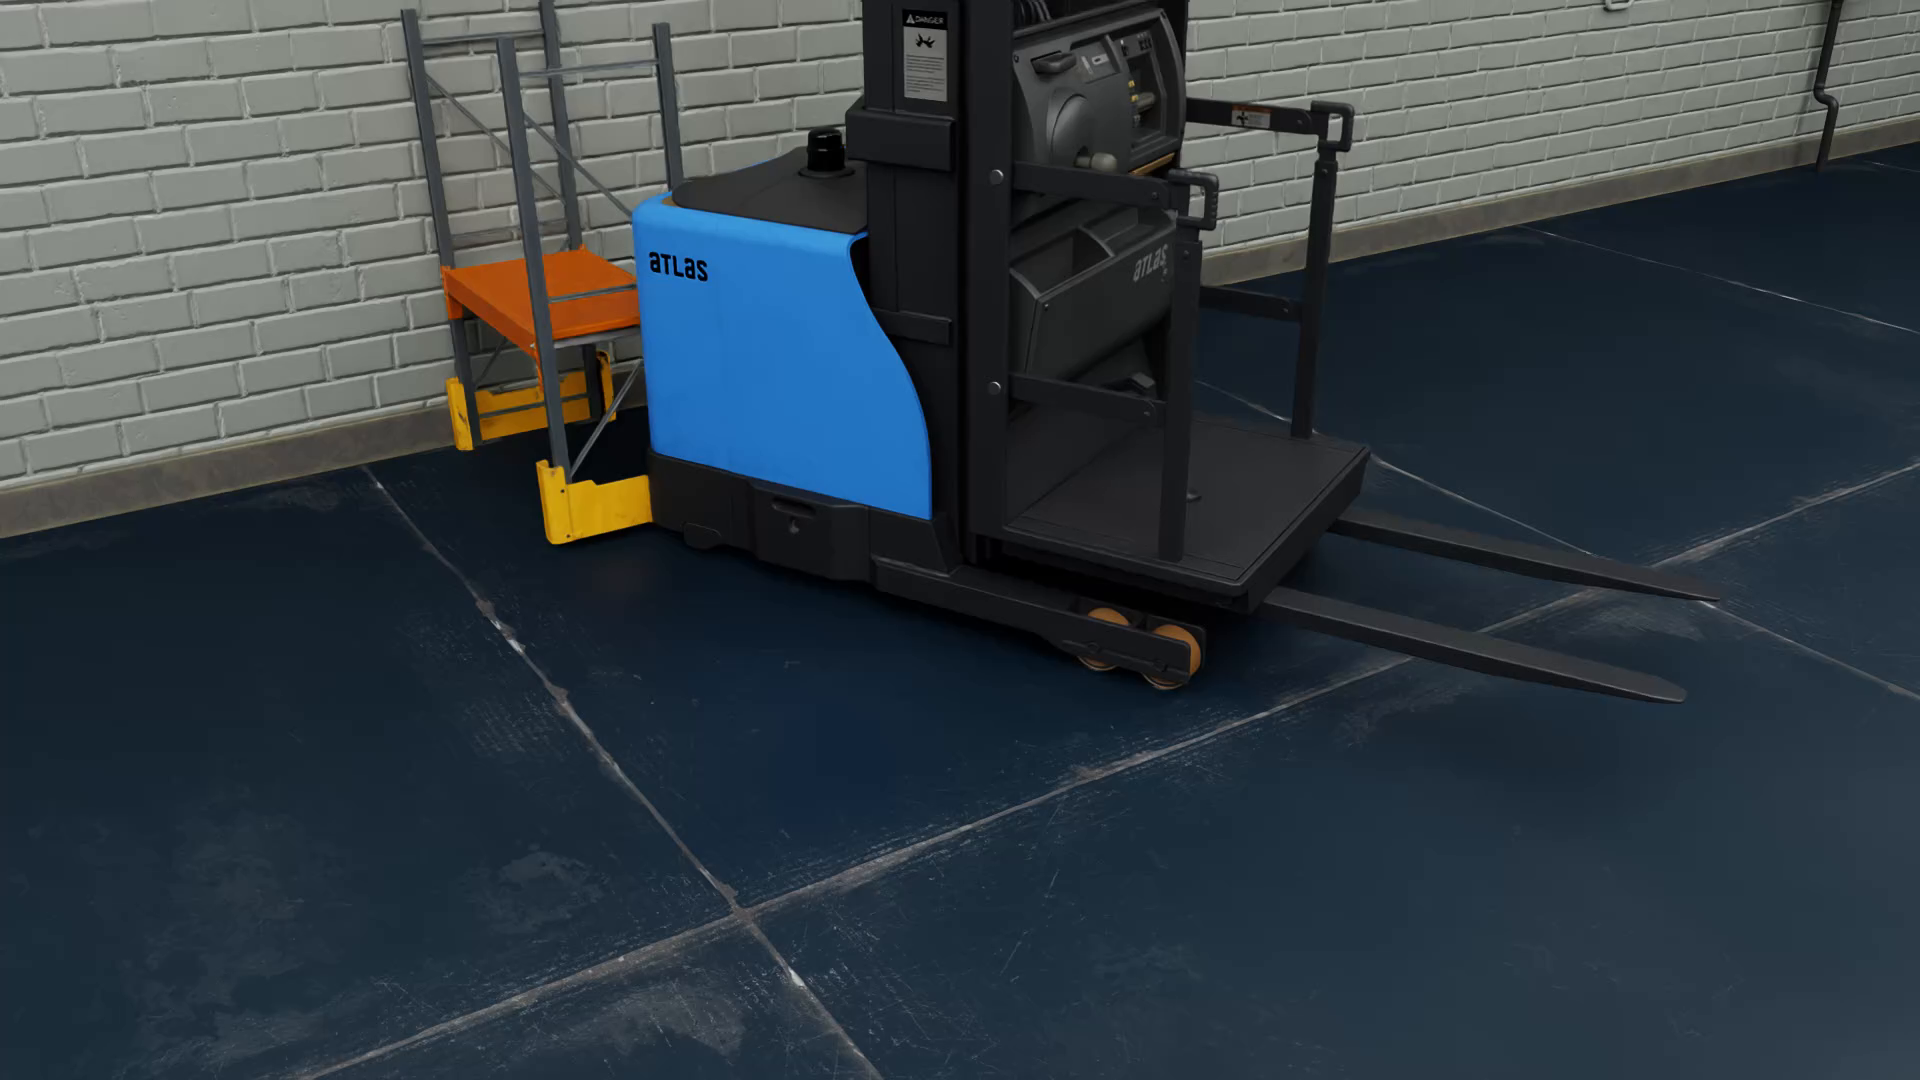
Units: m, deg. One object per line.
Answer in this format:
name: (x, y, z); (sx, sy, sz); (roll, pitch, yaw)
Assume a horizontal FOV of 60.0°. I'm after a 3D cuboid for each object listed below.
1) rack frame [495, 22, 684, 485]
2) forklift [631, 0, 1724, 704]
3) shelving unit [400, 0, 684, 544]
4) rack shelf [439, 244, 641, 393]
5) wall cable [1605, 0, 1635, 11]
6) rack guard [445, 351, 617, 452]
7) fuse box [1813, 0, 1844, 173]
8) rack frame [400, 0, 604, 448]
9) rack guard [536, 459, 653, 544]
rack frame: (-1.034, -0.745, 4.972); (0.500, 1.500, 0.032); (-15, 27, -28)
forklift: (0.562, -1.189, 4.336); (3.031, 2.935, 1.130); (14, 29, 27)
shelving unit: (-1.304, -0.915, 5.379); (0.587, 1.500, 1.083); (-15, 27, -28)
rack shelf: (-1.294, -0.747, 5.444); (0.538, 0.185, 1.000); (-15, 27, -28)
wall cable: (3.311, -3.580, 8.093); (0.585, 1.953, 0.123); (-16, 29, -30)
rack guard: (-1.545, -0.506, 6.022); (0.587, 0.250, 0.087); (-15, 27, -28)
fuse box: (5.151, -2.961, 9.518); (0.539, 1.711, 0.414); (-16, 29, -30)
rack frame: (-1.564, -1.079, 5.773); (0.500, 1.500, 0.032); (-15, 27, -28)
rack guard: (-1.026, -0.179, 5.238); (0.587, 0.250, 0.087); (-15, 27, -28)
